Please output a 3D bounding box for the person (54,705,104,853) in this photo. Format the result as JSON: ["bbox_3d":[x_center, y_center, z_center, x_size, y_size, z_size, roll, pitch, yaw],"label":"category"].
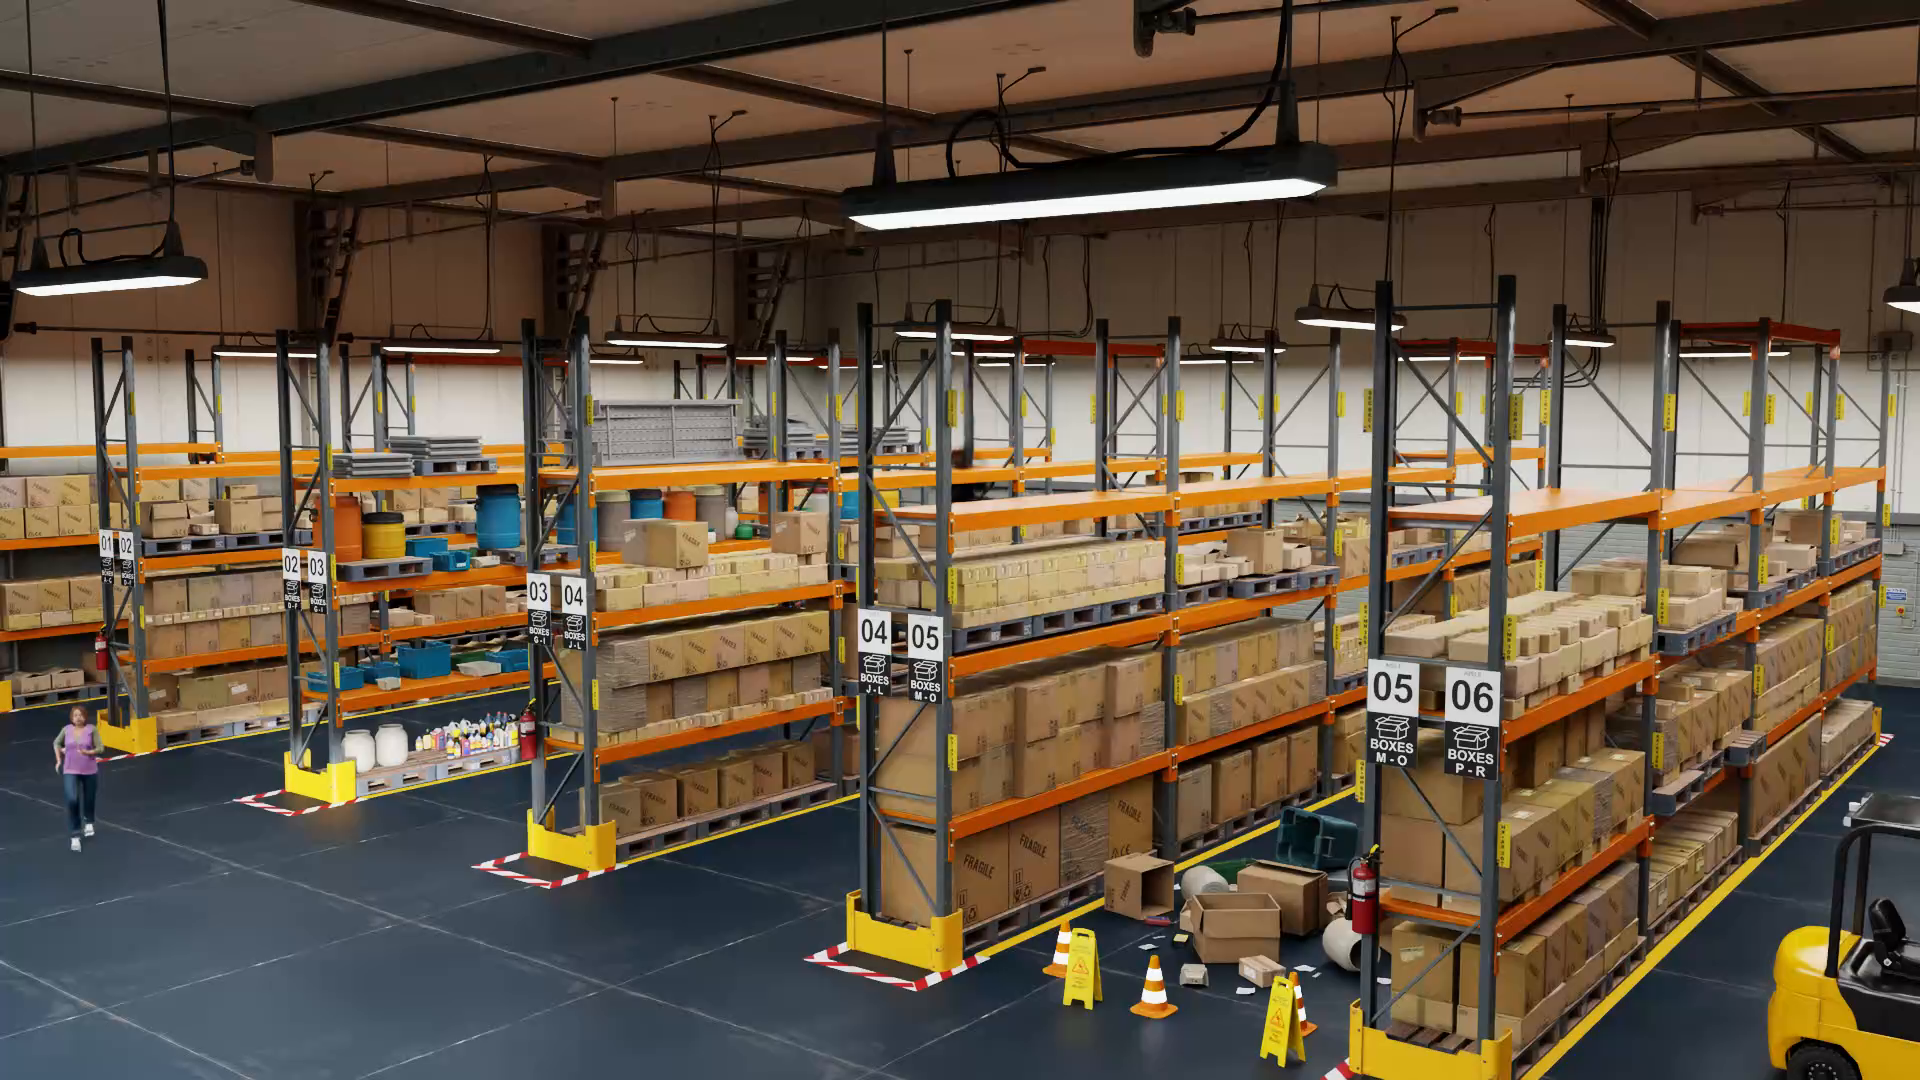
[{"bbox_3d":[-10.091,2.705,19.075,0.510,1.642,0.733,-3,6,-28],"label":"person"}]

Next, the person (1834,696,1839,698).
[{"bbox_3d":[13.576,1.998,26.215,0.723,1.767,0.904,-4,7,-41],"label":"person"}]
